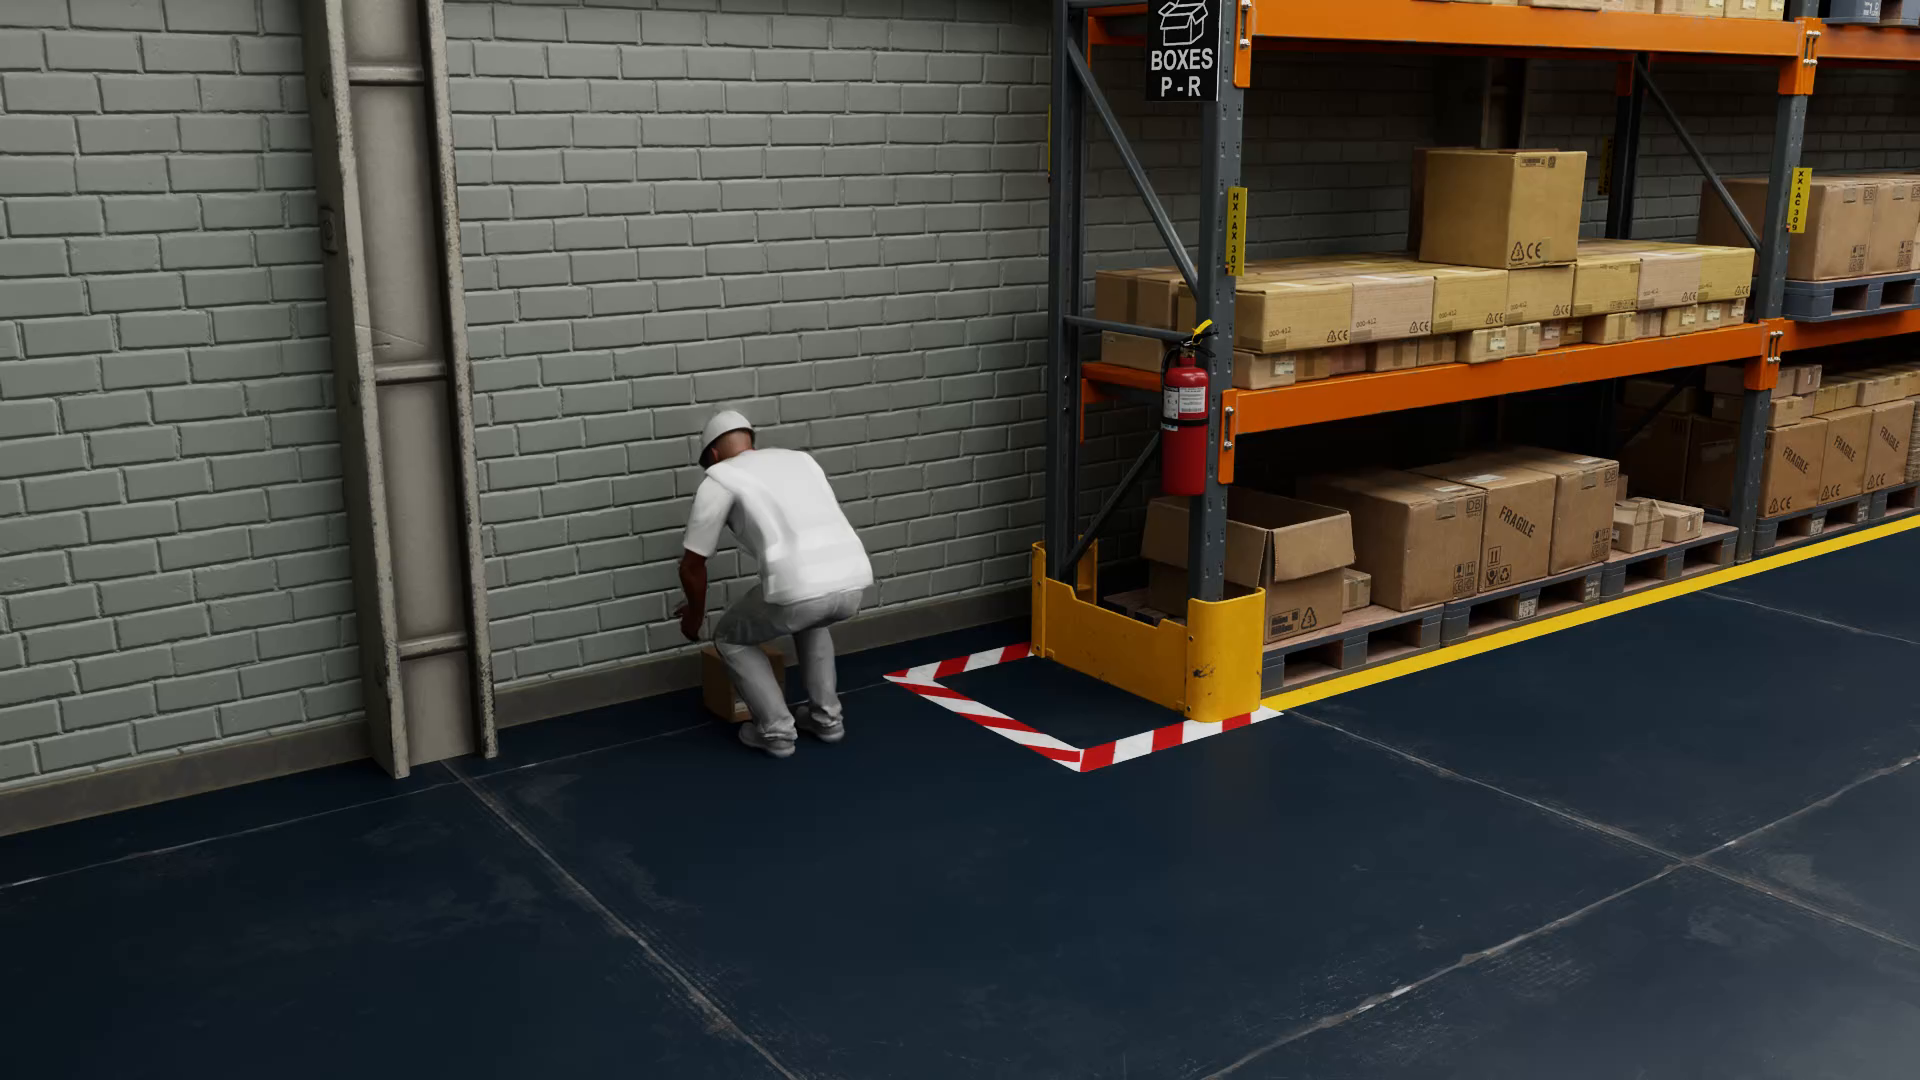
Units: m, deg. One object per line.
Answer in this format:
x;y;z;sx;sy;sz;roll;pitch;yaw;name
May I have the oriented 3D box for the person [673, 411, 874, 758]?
-0.720;0.164;6.357;0.625;1.253;0.828;-10;18;-35;person
